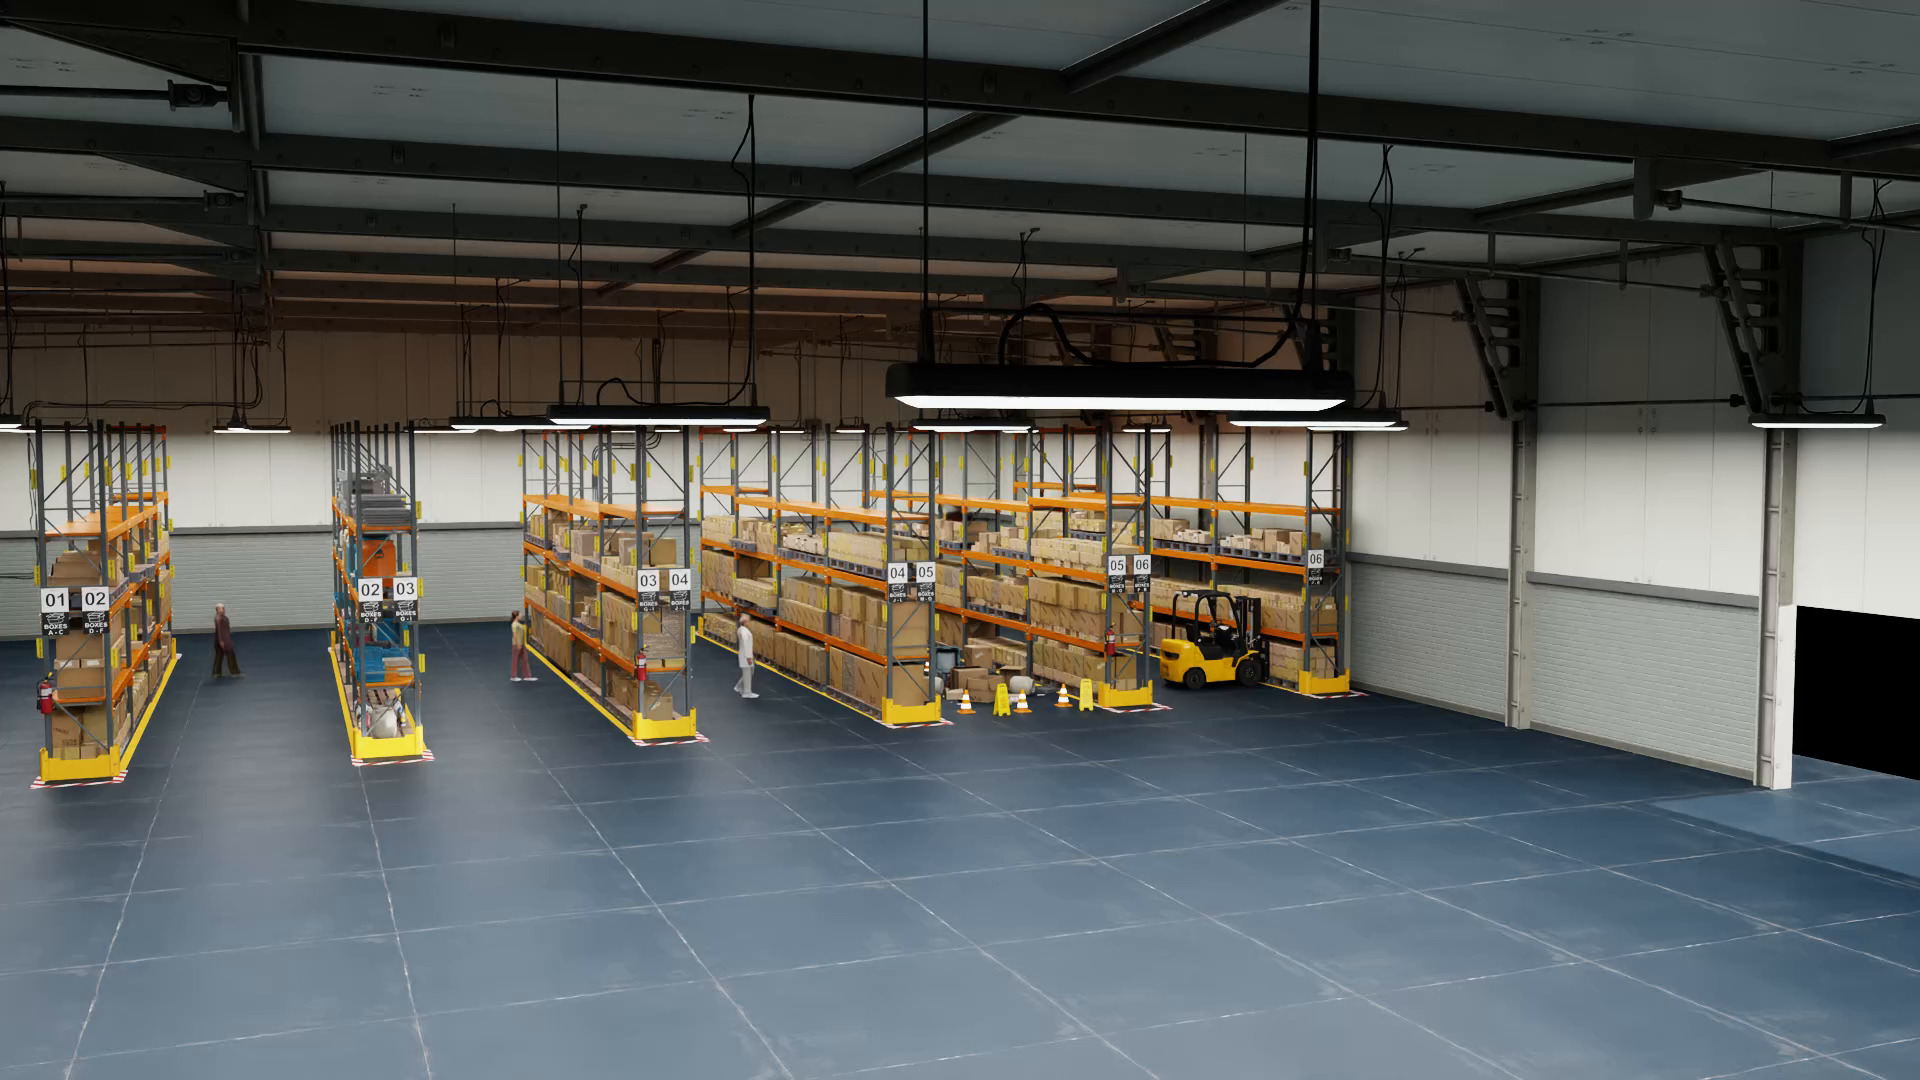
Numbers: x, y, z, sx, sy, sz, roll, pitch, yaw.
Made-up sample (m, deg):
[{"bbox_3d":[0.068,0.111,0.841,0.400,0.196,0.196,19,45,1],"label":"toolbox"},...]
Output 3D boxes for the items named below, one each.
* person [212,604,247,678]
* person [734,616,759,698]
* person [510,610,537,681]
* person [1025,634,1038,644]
[{"bbox_3d":[-17.323,2.375,39.336,0.554,1.771,0.737,3,5,41],"label":"person"},{"bbox_3d":[-4.699,2.568,36.498,0.564,1.801,0.656,0,4,-6],"label":"person"},{"bbox_3d":[-10.248,2.472,38.793,0.606,1.665,0.460,1,4,16],"label":"person"},{"bbox_3d":[2.048,1.908,44.826,0.584,1.778,0.638,1,4,18],"label":"person"}]
